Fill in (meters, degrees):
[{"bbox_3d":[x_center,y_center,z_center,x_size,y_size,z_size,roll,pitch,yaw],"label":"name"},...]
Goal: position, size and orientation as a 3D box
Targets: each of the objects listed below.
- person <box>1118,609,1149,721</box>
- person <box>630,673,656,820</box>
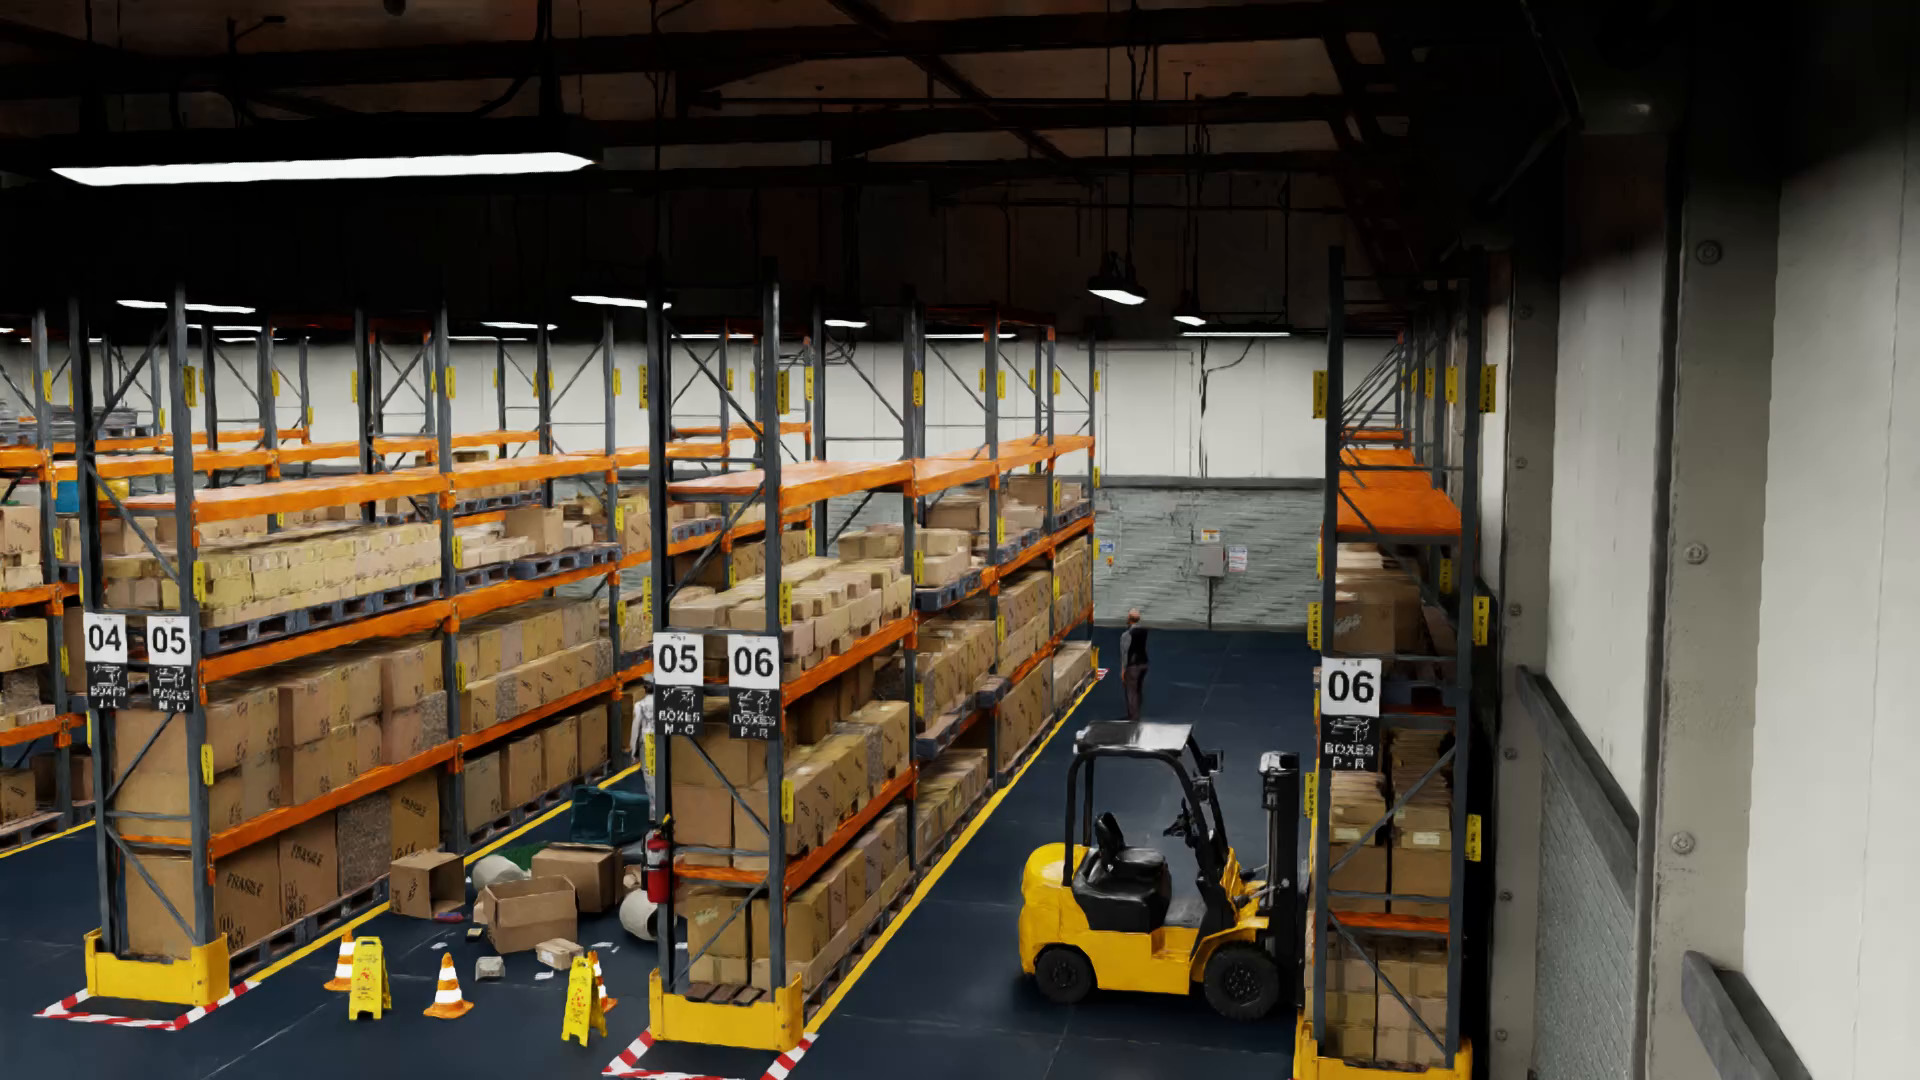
[{"bbox_3d":[2.472,1.854,24.160,0.499,1.724,0.578,5,8,43],"label":"person"},{"bbox_3d":[-3.575,2.376,19.271,0.544,1.667,0.573,6,8,45],"label":"person"}]
